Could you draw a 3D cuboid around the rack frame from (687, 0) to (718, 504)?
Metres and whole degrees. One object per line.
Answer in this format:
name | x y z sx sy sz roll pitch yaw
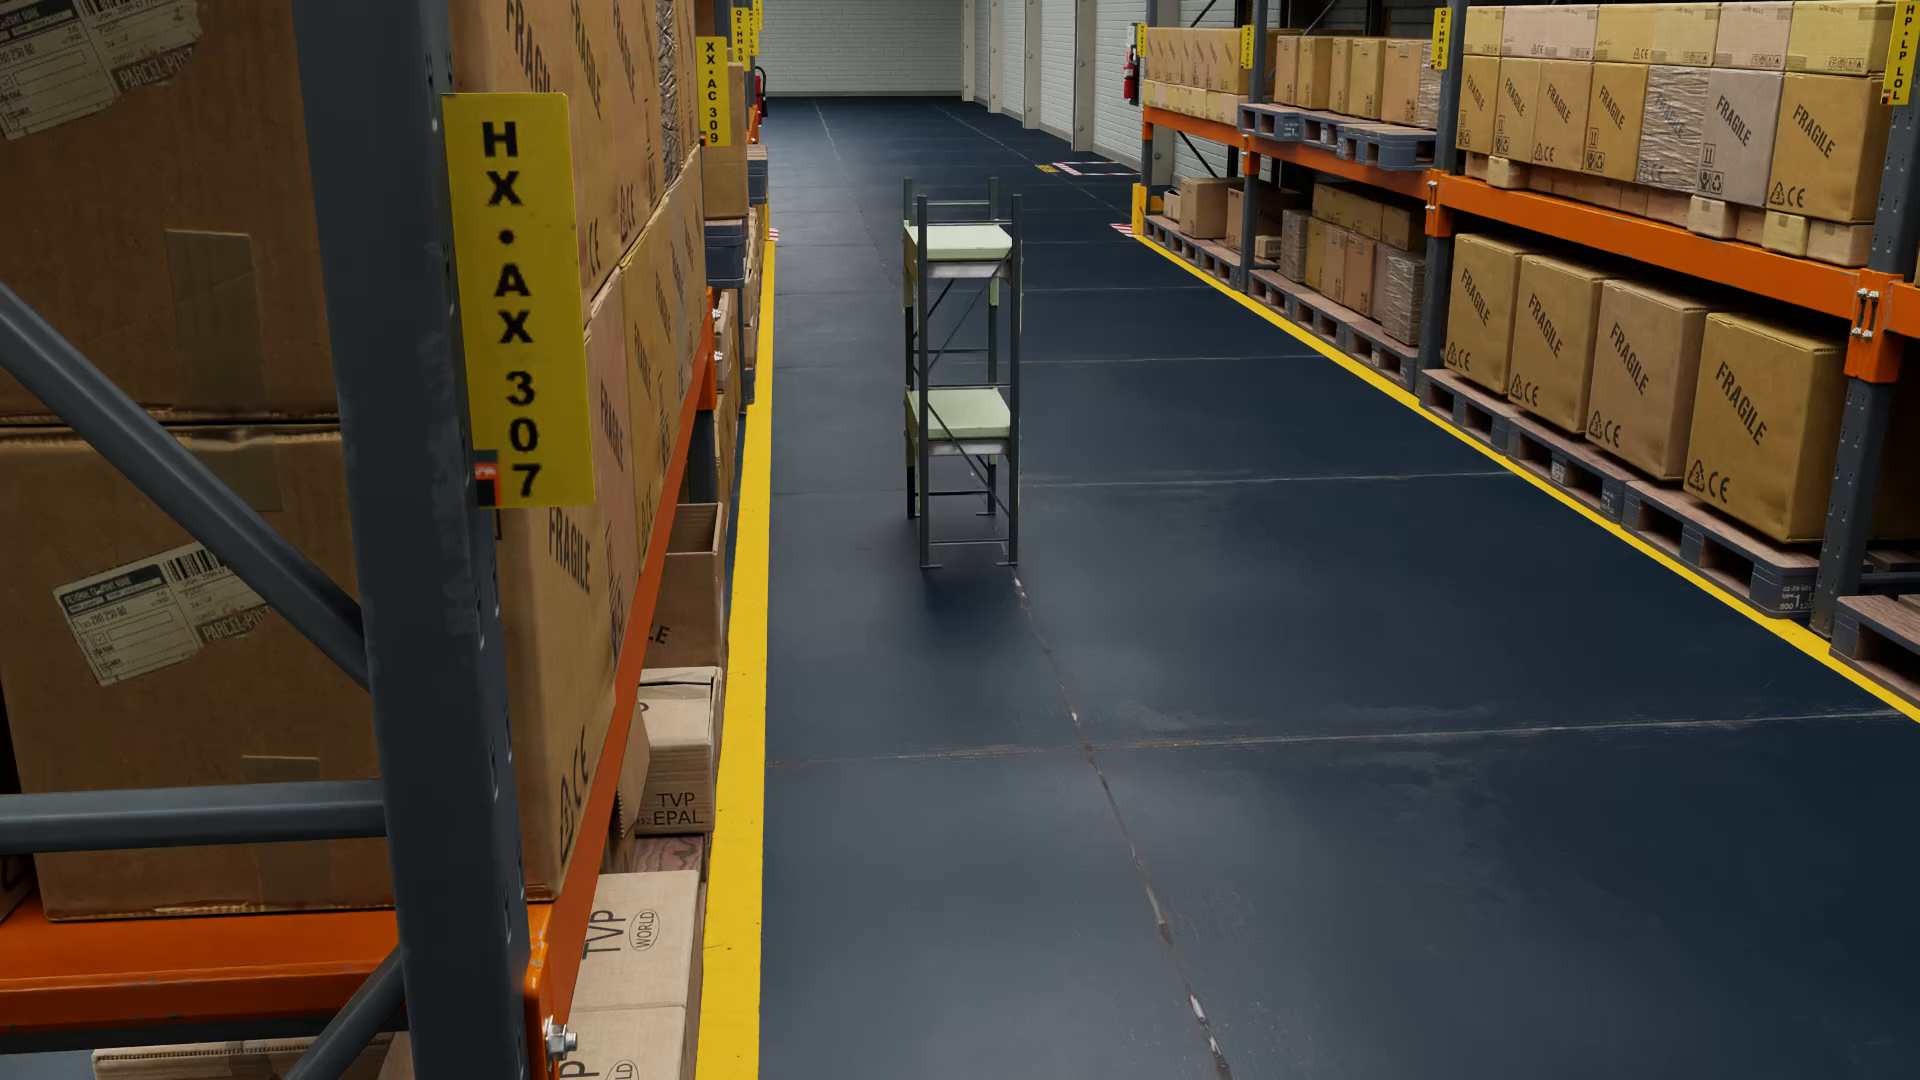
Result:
rack frame | -1.300 -0.944 5.177 1.000 3.000 0.127 -2 18 -6

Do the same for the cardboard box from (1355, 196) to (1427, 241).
cardboard box | 3.034 -2.203 11.373 0.500 0.250 0.500 -2 18 -6

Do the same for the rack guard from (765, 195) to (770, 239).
rack guard | -2.540 -3.334 16.962 1.175 0.500 0.348 -2 18 -6

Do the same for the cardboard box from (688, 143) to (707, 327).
cardboard box | -0.993 -0.851 4.713 0.500 0.500 0.500 -1 17 -5

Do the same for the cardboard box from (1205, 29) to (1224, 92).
cardboard box | 2.388 -4.057 14.058 0.500 0.500 0.500 -2 18 -6

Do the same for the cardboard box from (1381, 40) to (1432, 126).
cardboard box | 3.071 -2.853 10.356 0.700 0.500 0.500 -3 18 -11

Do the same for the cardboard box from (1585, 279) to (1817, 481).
cardboard box | 3.336 -0.728 7.374 0.750 0.750 0.750 -1 17 -4

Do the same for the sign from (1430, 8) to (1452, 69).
sign | 2.675 -2.785 9.240 0.100 0.325 0.005 -2 18 -6

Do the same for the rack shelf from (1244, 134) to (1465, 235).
rack shelf | 3.008 -2.543 11.470 1.077 0.370 4.000 -2 18 -6

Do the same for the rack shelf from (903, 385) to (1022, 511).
rack shelf | -0.001 -0.407 7.056 0.431 0.370 0.720 -2 18 -6

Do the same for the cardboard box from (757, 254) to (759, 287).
cardboard box | -1.794 -2.102 12.753 0.500 0.250 0.500 -2 18 -6

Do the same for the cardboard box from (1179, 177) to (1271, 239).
cardboard box | 2.456 -3.092 15.457 0.700 0.500 0.500 -3 18 -9

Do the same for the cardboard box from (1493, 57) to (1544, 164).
cardboard box | 3.055 -2.180 8.417 0.500 0.500 0.500 -1 17 -4

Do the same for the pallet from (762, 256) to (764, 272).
pallet | -2.295 -2.600 15.106 1.003 0.211 1.213 -2 18 -6

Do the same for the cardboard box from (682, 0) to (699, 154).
cardboard box | -0.990 -1.326 4.558 0.500 0.500 0.500 -2 18 -5

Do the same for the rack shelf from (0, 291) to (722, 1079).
rack shelf | -1.094 -0.005 3.387 1.077 0.370 4.000 -2 18 -6

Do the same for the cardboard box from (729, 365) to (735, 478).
cardboard box | -1.269 -0.572 7.428 0.500 0.500 0.500 -2 18 -8

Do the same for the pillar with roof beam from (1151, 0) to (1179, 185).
pillar with roof beam | -1.579 -9.009 20.849 9.100 9.000 0.400 -2 18 -6

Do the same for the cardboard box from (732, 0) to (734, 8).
cardboard box | -2.384 -4.724 14.884 0.700 0.500 0.500 -2 18 -5

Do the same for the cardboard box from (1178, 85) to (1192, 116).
cardboard box | 2.288 -4.000 15.126 0.500 0.250 0.500 -2 18 -5

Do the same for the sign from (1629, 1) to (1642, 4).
sign | 3.766 -2.861 9.348 0.100 0.325 0.005 -2 18 -6

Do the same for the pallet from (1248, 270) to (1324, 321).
pallet | 2.883 -1.920 12.939 1.003 0.211 1.213 -2 18 -6

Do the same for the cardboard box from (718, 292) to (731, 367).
cardboard box | -1.263 -0.918 7.281 0.500 0.250 0.500 -2 18 -7

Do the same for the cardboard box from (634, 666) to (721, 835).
cardboard box | -0.882 0.513 4.289 0.500 0.311 0.500 -2 18 -6

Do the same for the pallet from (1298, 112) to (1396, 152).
pallet | 2.969 -2.787 11.367 1.003 0.211 1.213 -2 18 -6

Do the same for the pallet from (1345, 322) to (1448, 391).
pallet | 3.135 -1.193 10.623 1.003 0.211 1.213 -2 18 -6

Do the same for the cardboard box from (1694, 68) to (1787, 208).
cardboard box | 3.266 -1.579 6.502 0.500 0.500 0.500 -2 18 -5

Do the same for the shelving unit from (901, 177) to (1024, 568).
shelving unit | -0.001 -0.718 6.959 0.431 1.500 0.755 -2 18 -6

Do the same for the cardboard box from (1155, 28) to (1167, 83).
cardboard box | 2.180 -4.670 16.010 0.500 0.500 0.500 -2 18 -5

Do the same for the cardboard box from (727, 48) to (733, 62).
cardboard box | -1.536 -2.200 8.309 0.700 0.500 0.500 -8 19 -24

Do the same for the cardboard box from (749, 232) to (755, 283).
cardboard box | -1.641 -1.919 11.234 0.500 0.311 0.500 -2 18 -6

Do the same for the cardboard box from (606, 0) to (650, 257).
cardboard box | -0.779 -0.722 2.634 0.500 0.500 0.500 -2 17 -5

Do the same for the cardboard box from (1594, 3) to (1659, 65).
cardboard box | 3.175 -2.243 7.365 0.500 0.250 0.500 -2 18 -7

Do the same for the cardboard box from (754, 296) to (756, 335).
cardboard box | -1.587 -1.494 10.818 0.500 0.250 0.500 -2 18 -7

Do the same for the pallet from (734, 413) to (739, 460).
pallet | -1.673 -0.582 8.678 1.003 0.211 1.213 -2 18 -6

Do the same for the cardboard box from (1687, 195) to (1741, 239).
cardboard box | 3.193 -1.310 6.728 0.380 0.149 0.250 -2 18 -6

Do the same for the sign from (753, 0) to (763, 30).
sign | -1.997 -5.198 16.396 0.100 0.325 0.005 -2 18 -6

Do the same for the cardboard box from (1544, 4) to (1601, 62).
cardboard box | 3.116 -2.395 7.849 0.500 0.250 0.500 -2 18 -5

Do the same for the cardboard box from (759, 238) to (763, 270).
cardboard box | -1.871 -2.364 13.588 0.500 0.250 0.500 -2 18 -6

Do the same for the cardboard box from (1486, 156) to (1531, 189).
cardboard box | 2.978 -1.917 8.663 0.380 0.149 0.250 -1 17 -4

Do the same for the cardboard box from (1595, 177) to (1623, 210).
cardboard box | 3.187 -1.618 7.709 0.380 0.149 0.250 -2 18 -5

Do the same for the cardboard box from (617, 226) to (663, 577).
cardboard box | -0.778 -0.244 2.779 0.500 0.500 0.500 -2 18 -6

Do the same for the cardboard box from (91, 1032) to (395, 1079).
cardboard box | -1.257 0.911 3.123 0.500 0.250 0.500 -2 18 -6

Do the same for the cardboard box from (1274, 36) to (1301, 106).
cardboard box | 2.820 -3.587 12.693 0.700 0.500 0.500 -2 18 -5

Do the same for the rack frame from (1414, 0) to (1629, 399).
rack frame | 3.214 -2.290 9.464 1.000 3.000 0.127 -2 18 -6

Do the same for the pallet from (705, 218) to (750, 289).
pallet | -1.274 -1.094 5.975 1.003 0.211 1.213 -2 18 -6

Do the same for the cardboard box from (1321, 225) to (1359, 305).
cardboard box | 3.010 -1.975 11.898 0.700 0.500 0.500 -2 17 -5

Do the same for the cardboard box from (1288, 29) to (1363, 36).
cardboard box | 2.961 -3.924 13.634 0.500 0.500 0.500 -2 18 -7
